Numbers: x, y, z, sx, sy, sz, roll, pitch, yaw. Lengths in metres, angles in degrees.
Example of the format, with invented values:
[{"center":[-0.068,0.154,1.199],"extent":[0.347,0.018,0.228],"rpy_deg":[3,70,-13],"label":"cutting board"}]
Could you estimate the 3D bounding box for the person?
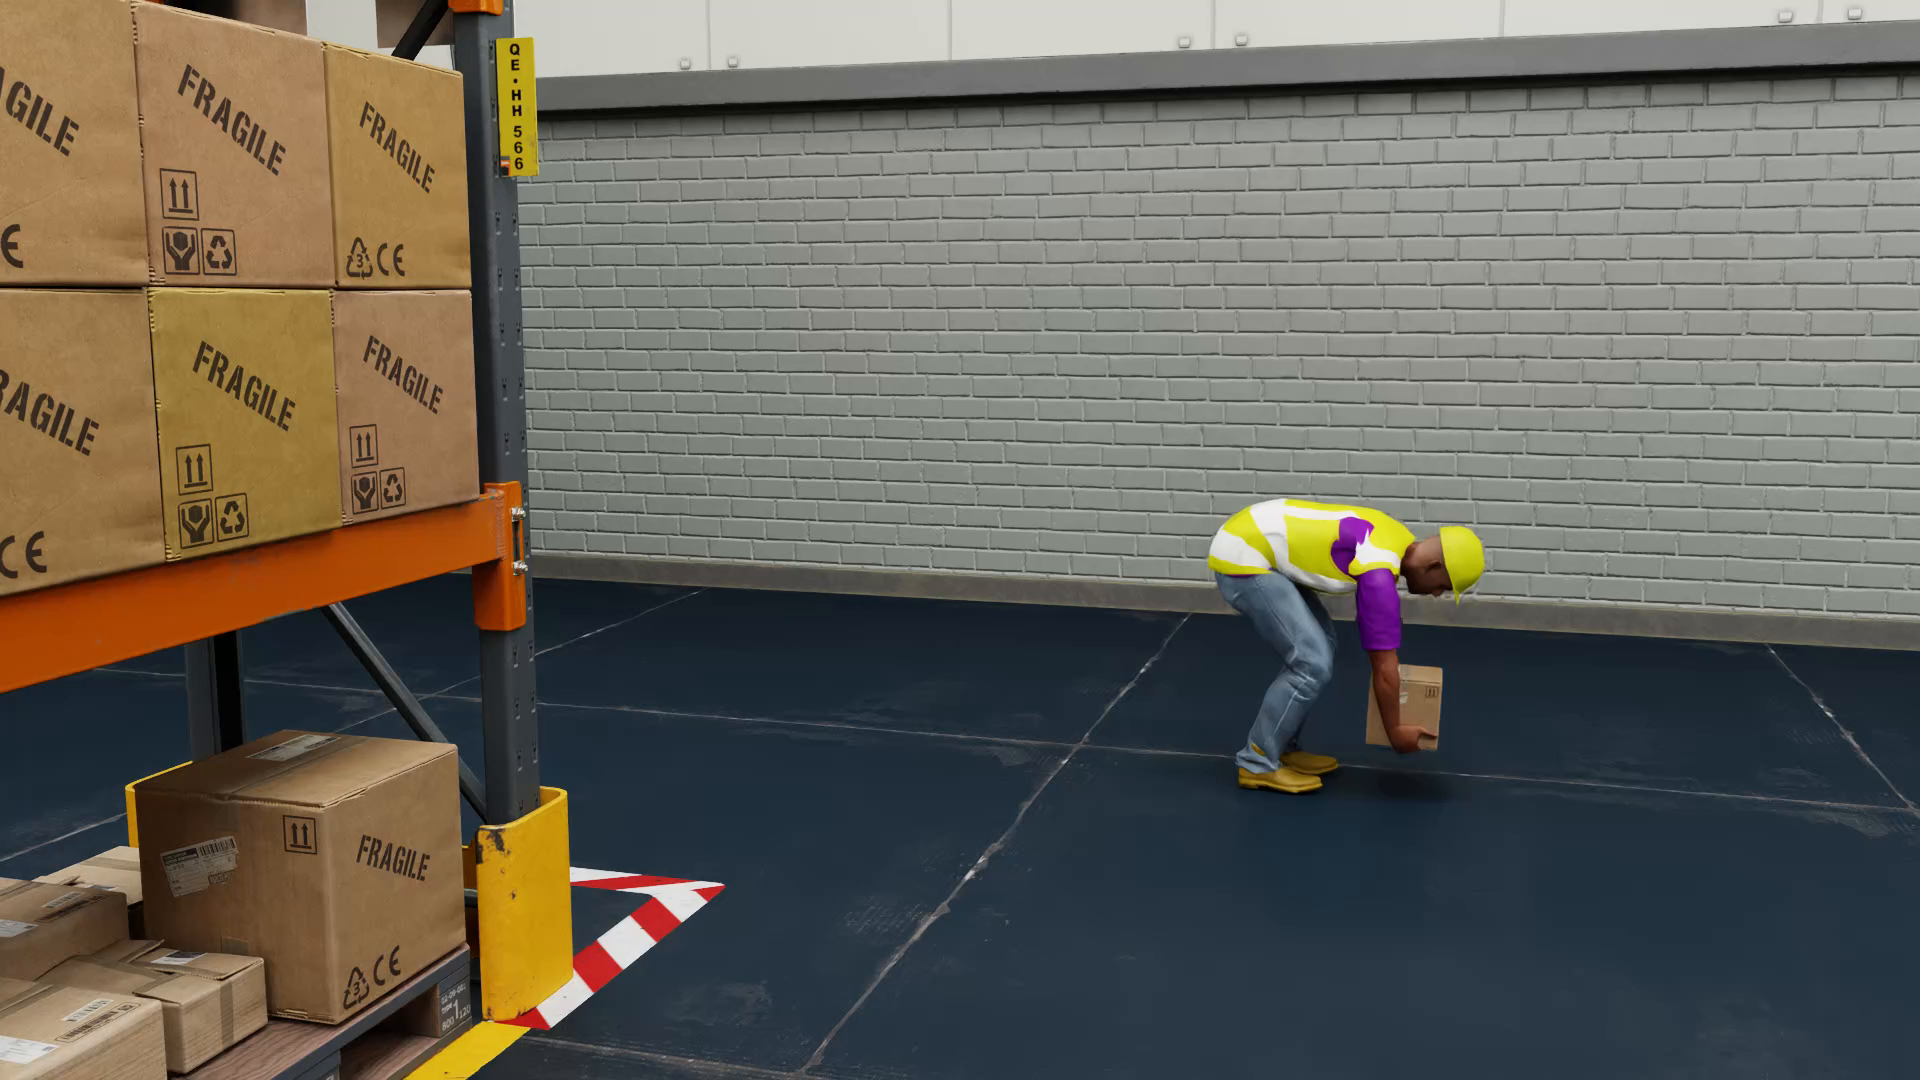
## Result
[{"center":[1.399,0.378,6.107],"extent":[0.981,1.054,0.490],"rpy_deg":[2,9,14],"label":"person"}]
